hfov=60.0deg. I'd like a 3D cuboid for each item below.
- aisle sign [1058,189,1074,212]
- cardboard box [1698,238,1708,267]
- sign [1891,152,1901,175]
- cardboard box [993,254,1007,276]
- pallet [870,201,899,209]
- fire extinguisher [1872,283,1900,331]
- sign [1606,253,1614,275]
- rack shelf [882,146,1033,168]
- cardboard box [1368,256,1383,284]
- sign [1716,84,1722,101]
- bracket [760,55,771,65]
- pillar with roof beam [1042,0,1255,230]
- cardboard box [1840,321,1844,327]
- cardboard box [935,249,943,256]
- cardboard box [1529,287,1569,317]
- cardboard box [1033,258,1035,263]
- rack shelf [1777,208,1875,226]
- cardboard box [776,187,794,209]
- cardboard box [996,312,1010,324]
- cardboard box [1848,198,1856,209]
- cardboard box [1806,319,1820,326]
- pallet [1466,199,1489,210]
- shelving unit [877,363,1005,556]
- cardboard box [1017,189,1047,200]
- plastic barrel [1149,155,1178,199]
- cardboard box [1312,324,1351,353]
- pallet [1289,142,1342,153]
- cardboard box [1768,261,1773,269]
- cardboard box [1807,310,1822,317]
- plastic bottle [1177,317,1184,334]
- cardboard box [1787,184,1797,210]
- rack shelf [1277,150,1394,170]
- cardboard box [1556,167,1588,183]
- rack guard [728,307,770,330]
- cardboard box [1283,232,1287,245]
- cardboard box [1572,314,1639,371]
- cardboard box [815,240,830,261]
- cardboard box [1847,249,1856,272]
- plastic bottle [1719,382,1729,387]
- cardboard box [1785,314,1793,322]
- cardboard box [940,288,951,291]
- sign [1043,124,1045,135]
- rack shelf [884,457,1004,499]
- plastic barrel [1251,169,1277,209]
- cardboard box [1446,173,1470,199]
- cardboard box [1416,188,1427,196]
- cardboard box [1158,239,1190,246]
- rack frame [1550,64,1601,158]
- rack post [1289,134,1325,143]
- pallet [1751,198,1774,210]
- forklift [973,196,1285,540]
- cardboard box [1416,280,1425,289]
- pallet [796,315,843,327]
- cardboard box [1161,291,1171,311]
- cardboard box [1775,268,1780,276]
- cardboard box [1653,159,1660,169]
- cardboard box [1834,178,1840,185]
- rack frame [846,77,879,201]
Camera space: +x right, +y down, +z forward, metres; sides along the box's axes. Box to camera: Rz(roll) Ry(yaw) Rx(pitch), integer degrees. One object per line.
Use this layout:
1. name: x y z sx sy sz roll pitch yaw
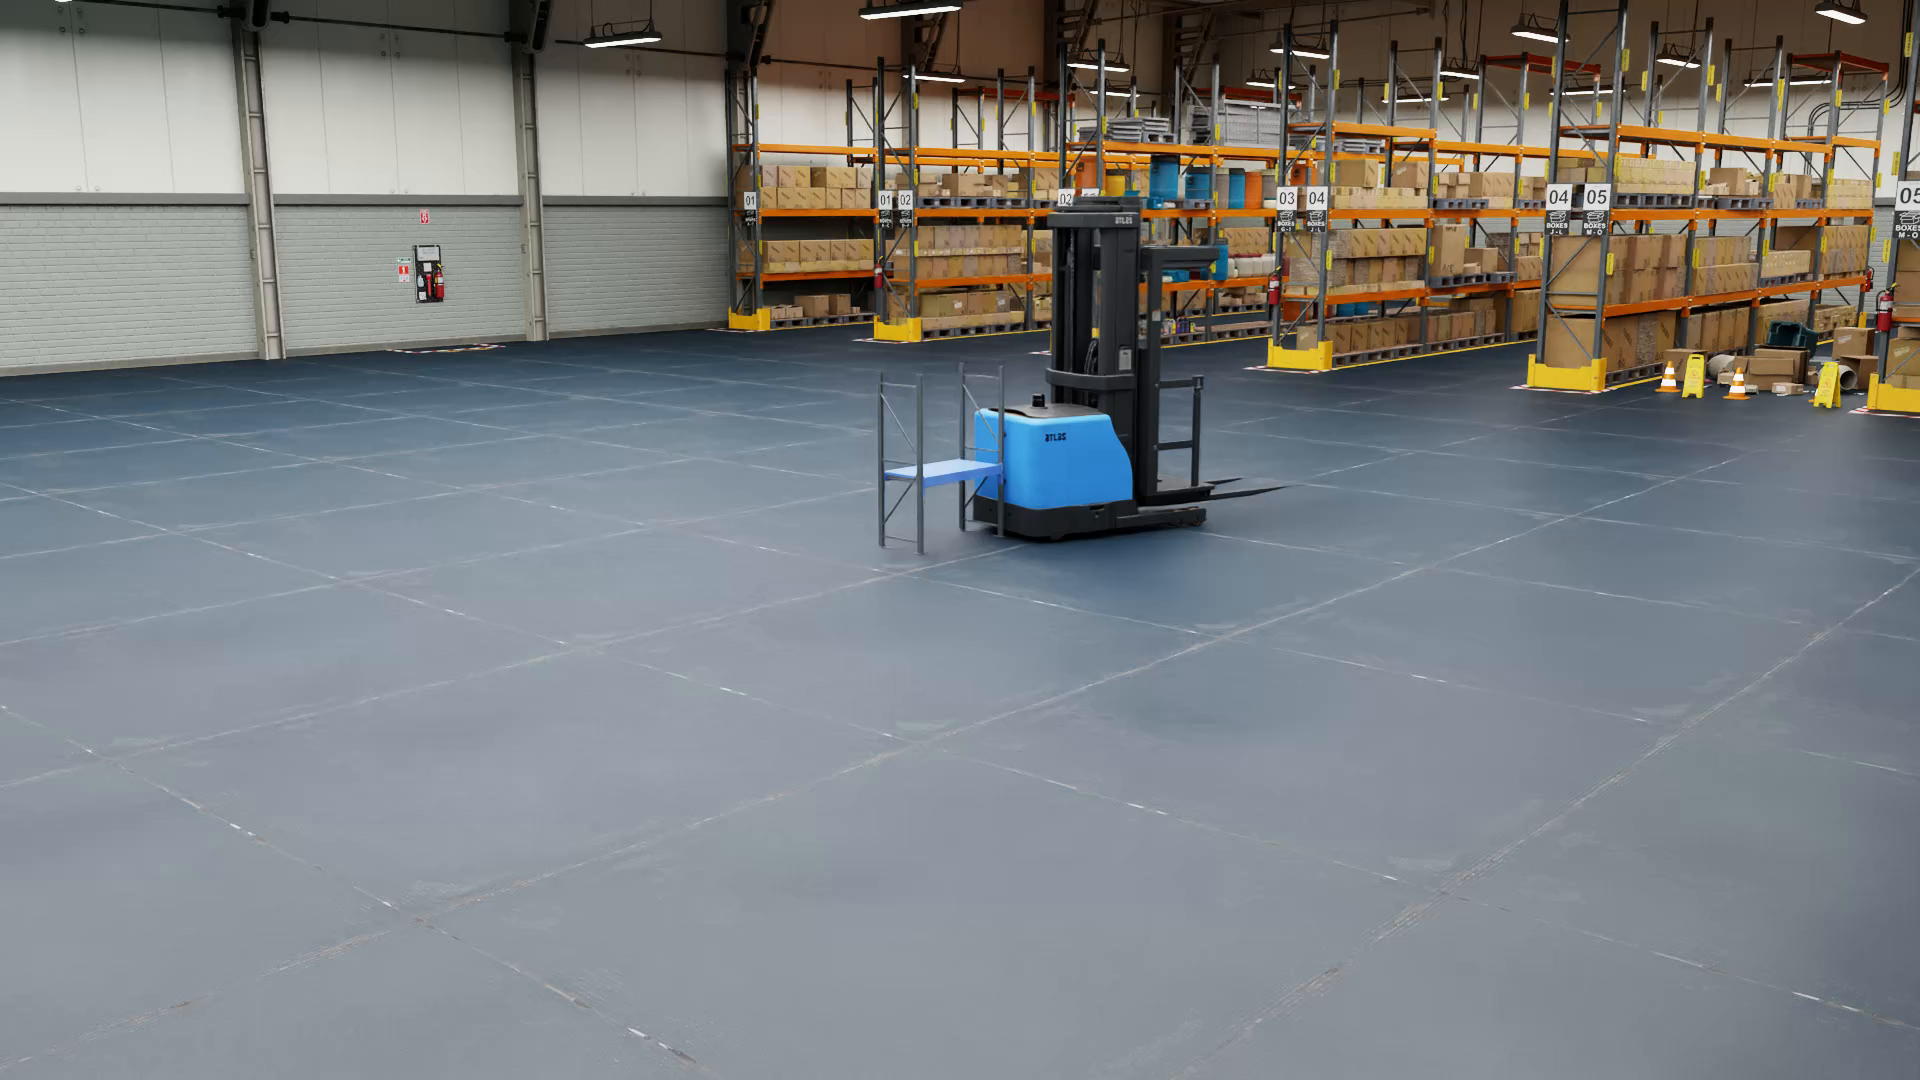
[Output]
1. aisle sign: 2.095 -6.523 32.823 0.394 0.787 0.004 10 15 40
2. cardboard box: 13.047 -5.201 30.035 0.700 0.500 0.500 9 15 39
3. sign: 13.126 -5.278 23.311 0.100 0.325 0.005 10 15 40
4. cardboard box: 0.656 -6.354 38.360 0.700 0.500 0.500 10 15 40
5. pallet: -1.948 -8.546 42.408 1.213 0.211 1.003 10 15 40
6. fire extinguisher: 13.108 -3.303 23.539 0.296 0.674 0.183 10 15 40
7. sign: 10.158 -4.314 25.991 0.100 0.325 0.005 10 15 40
8. rack shelf: -0.033 -8.548 37.143 1.077 0.370 4.000 10 15 40
9. cardboard box: 7.411 -5.081 31.228 0.875 0.500 0.500 10 15 40
10. sign: 14.612 -8.608 31.997 0.100 0.325 0.005 10 15 40
11. bracket: -4.724 -11.438 39.563 0.235 0.232 0.430 10 15 40
12. pillar with roof beam: 5.891 -10.867 45.892 9.100 9.000 0.548 10 15 40
13. cardboard box: 19.509 -4.819 37.136 0.380 0.149 0.250 9 14 38
14. cardboard box: -0.594 -6.334 36.603 0.380 0.149 0.250 10 15 41
15. cardboard box: 13.011 -5.281 37.595 1.225 0.875 0.875 9 14 38
16. cardboard box: 1.963 -7.886 46.874 0.380 0.149 0.250 9 15 39
17. rack shelf: 18.987 -7.102 36.536 1.077 0.370 4.000 10 15 40
18. cardboard box: -4.287 -8.122 39.503 0.500 0.500 0.500 -11 16 -44
19. cardboard box: 0.808 -5.138 38.477 0.500 0.250 0.500 10 15 40
20. cardboard box: 19.200 -7.346 36.306 0.500 0.250 0.500 11 15 43
21. cardboard box: 18.146 -4.655 35.555 0.380 0.149 0.250 11 16 43
22. pallet: 9.896 -6.777 33.555 1.213 0.211 1.003 10 15 40
23. shelving unit: -0.154 -0.714 14.204 0.538 1.500 1.048 10 15 41
24. cardboard box: 1.701 -8.142 39.221 0.500 0.250 0.500 -10 15 -42
25. plastic barrel: 4.268 -7.599 34.837 0.600 0.901 0.708 10 15 40
26. cardboard box: 6.880 -3.742 30.847 0.500 0.500 0.500 -7 13 -33
27. pallet: 8.146 -9.153 38.813 1.213 0.211 1.003 10 15 40
28. cardboard box: 15.847 -5.454 32.920 0.380 0.149 0.250 9 15 39
29. cardboard box: 18.406 -4.889 35.969 0.380 0.149 0.250 9 15 40
30. plastic bottle: 4.671 -4.565 35.299 0.144 0.351 0.185 9 14 38
31. cardboard box: 16.254 -6.819 33.029 0.500 0.500 0.500 10 15 40
32. rack shelf: 8.967 -9.084 39.827 1.077 0.370 4.000 10 15 40
33. cardboard box: 9.858 -5.830 26.629 0.500 0.250 0.500 10 15 41
34. rack guard: -5.026 -5.287 39.652 1.175 0.500 0.348 10 15 40
35. cardboard box: 9.122 -8.654 47.320 0.500 0.500 0.500 10 15 40
36. cardboard box: 10.722 -3.326 27.806 0.875 0.875 0.875 9 15 39
37. cardboard box: -3.524 -7.061 40.570 0.500 0.500 0.500 10 15 42
38. cardboard box: 19.532 -6.222 36.941 0.500 0.500 0.500 10 15 41
39. plastic bottle: 12.354 -2.512 26.881 0.133 0.061 0.283 4 12 21
40. cardboard box: 16.686 -4.378 34.029 0.500 0.500 0.500 9 15 39
41. cardboard box: -0.659 -6.495 44.578 0.700 0.500 0.500 10 15 40
42. sign: 2.444 -11.820 47.874 0.100 0.325 0.005 10 15 40
43. rack shelf: -0.154 -0.537 14.239 0.538 0.185 1.000 10 15 41
44. plastic barrel: 6.941 -8.021 38.024 0.600 0.901 0.600 0 11 0
45. cardboard box: 9.732 -7.091 33.310 0.797 0.503 0.637 11 15 43
46. cardboard box: 8.729 -6.676 31.934 0.380 0.149 0.250 10 15 42
47. cardboard box: 5.681 -7.732 44.184 0.500 0.500 0.700 -9 15 -39
48. rack frame: 14.007 -9.287 37.984 1.000 3.000 0.127 10 15 40
49. rack post: 8.094 -9.414 38.811 0.954 0.300 0.937 10 15 40
50. pallet: 14.641 -6.377 31.556 1.213 0.211 1.003 11 16 43
51. forklift: 1.642 -1.627 15.122 3.031 2.935 1.130 -7 13 -31
52. cardboard box: 8.805 -4.976 32.355 0.380 0.149 0.250 10 15 40
53. pallet: -3.658 -5.438 41.151 1.003 0.211 1.213 10 15 40
54. cardboard box: 5.119 -6.209 43.148 0.500 0.500 0.500 10 15 40
55. cardboard box: 16.179 -5.382 33.316 0.380 0.149 0.250 10 15 42
56. cardboard box: 11.213 -6.150 27.213 0.380 0.149 0.250 10 15 41
57. cardboard box: 18.574 -7.651 35.539 0.380 0.149 0.250 9 15 39
58. rack frame: -2.436 -10.032 41.710 1.000 3.000 0.127 10 15 40
